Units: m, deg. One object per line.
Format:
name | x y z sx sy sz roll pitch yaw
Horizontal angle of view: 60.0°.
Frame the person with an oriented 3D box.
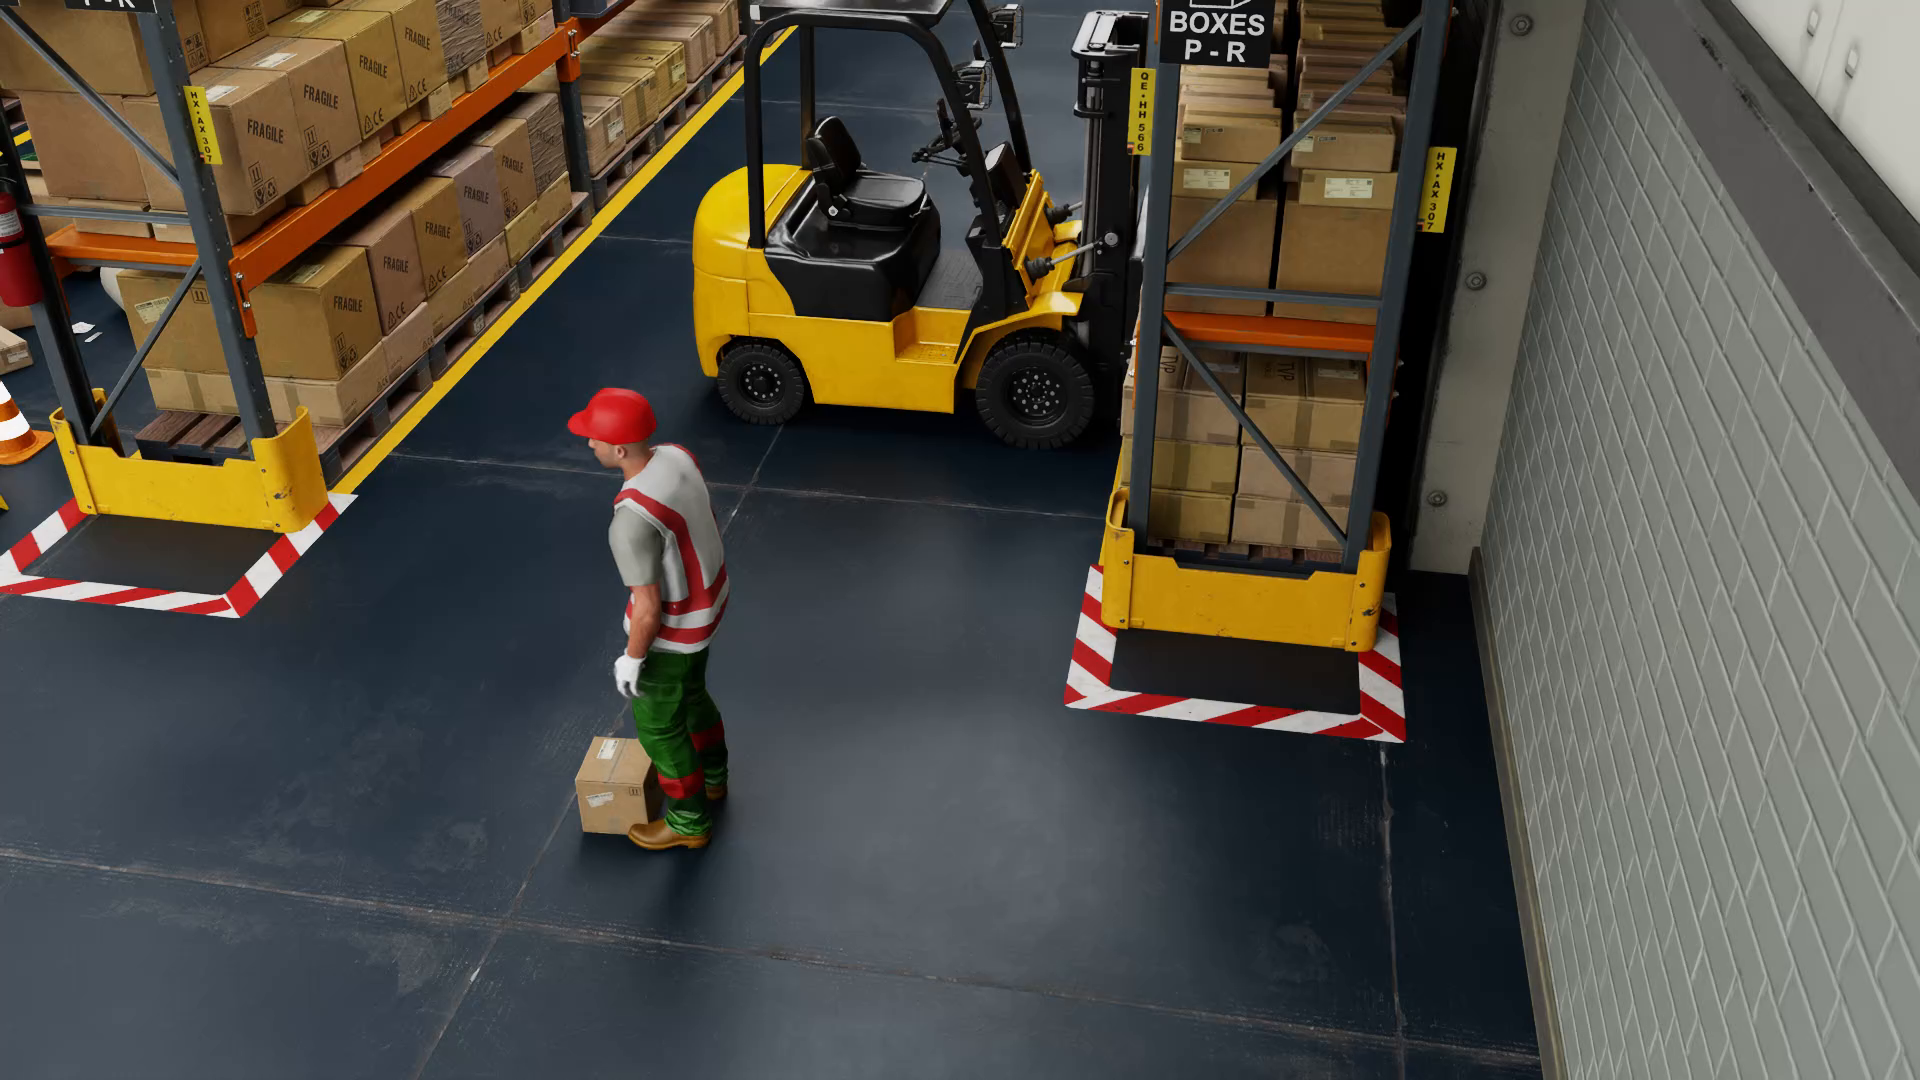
person | -1.017 0.277 5.680 0.449 1.779 0.609 5 33 9
